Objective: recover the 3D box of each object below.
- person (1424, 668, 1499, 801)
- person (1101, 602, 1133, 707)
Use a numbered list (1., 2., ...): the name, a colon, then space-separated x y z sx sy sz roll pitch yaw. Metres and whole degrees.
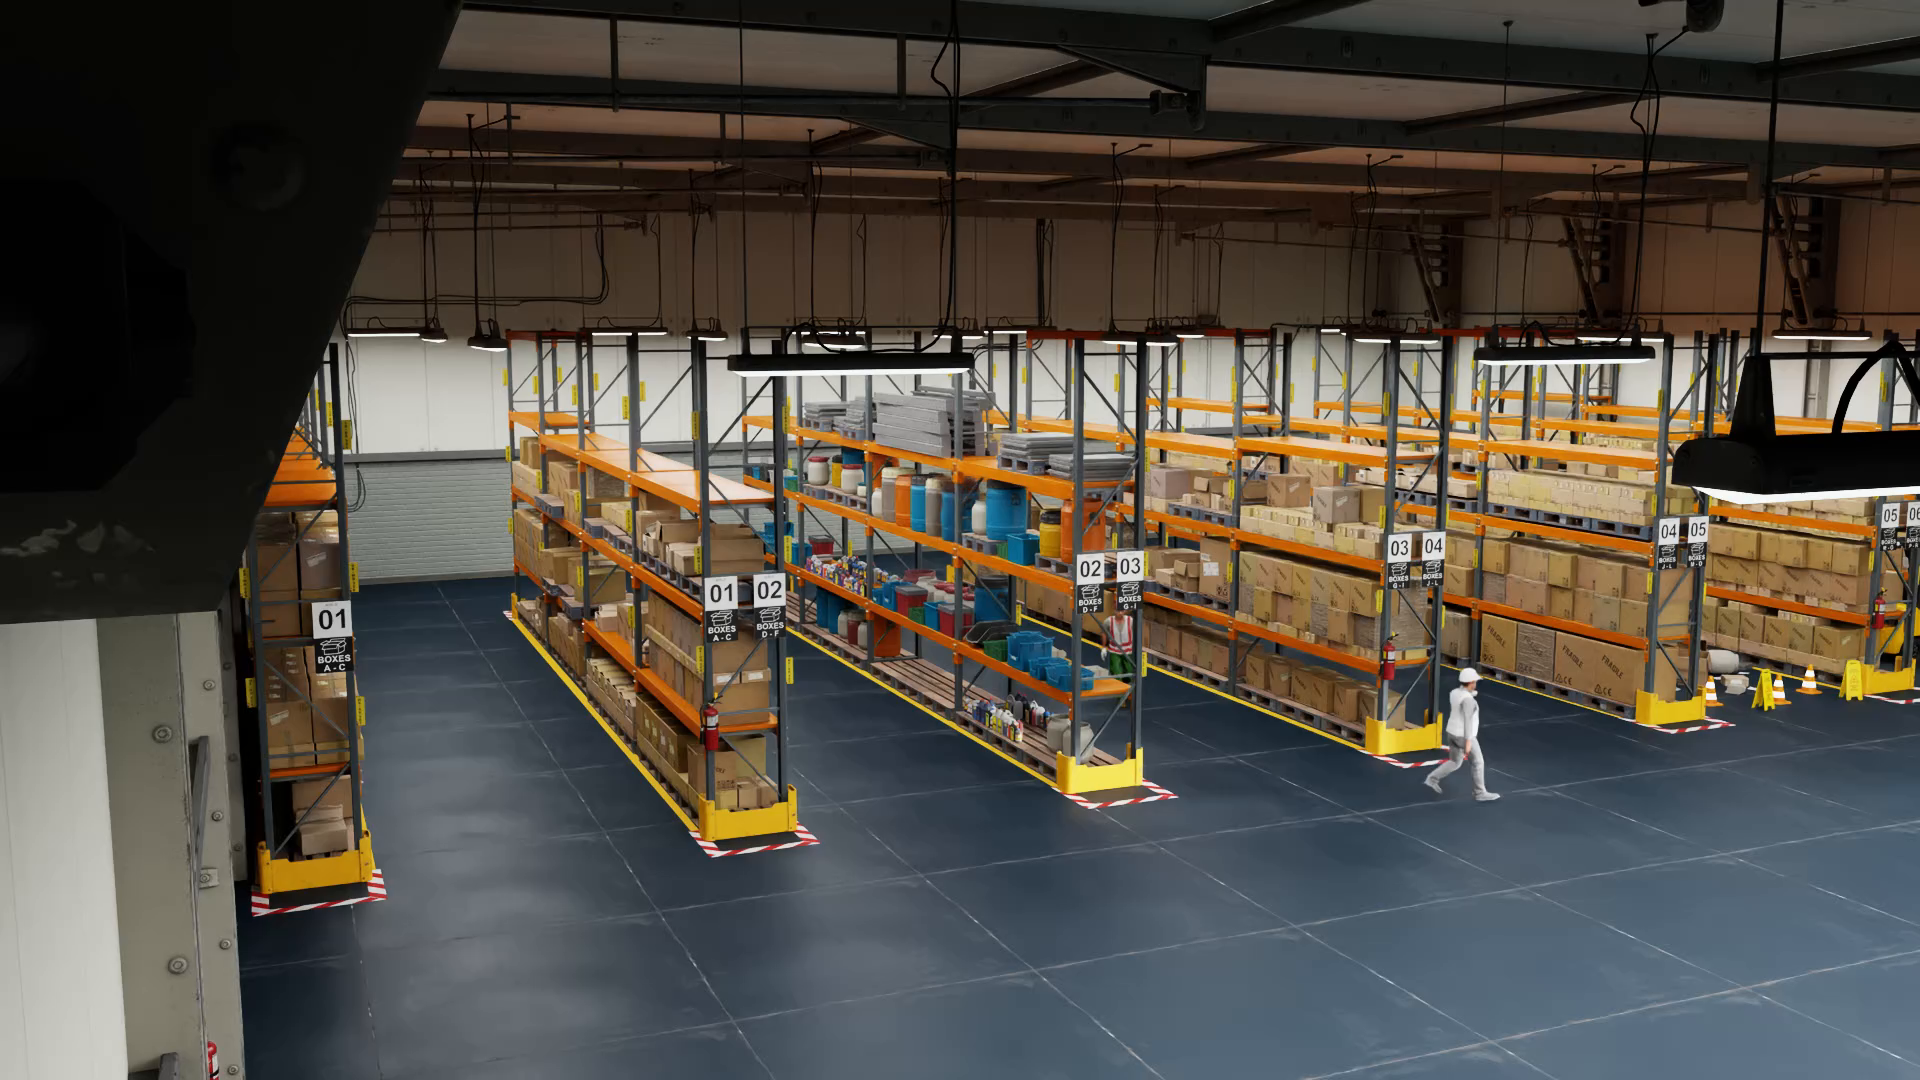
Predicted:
1. person: 6.547 2.530 21.695 0.917 1.749 0.570 -1 8 -7
2. person: 2.591 1.808 26.980 0.610 1.748 0.745 0 8 1
